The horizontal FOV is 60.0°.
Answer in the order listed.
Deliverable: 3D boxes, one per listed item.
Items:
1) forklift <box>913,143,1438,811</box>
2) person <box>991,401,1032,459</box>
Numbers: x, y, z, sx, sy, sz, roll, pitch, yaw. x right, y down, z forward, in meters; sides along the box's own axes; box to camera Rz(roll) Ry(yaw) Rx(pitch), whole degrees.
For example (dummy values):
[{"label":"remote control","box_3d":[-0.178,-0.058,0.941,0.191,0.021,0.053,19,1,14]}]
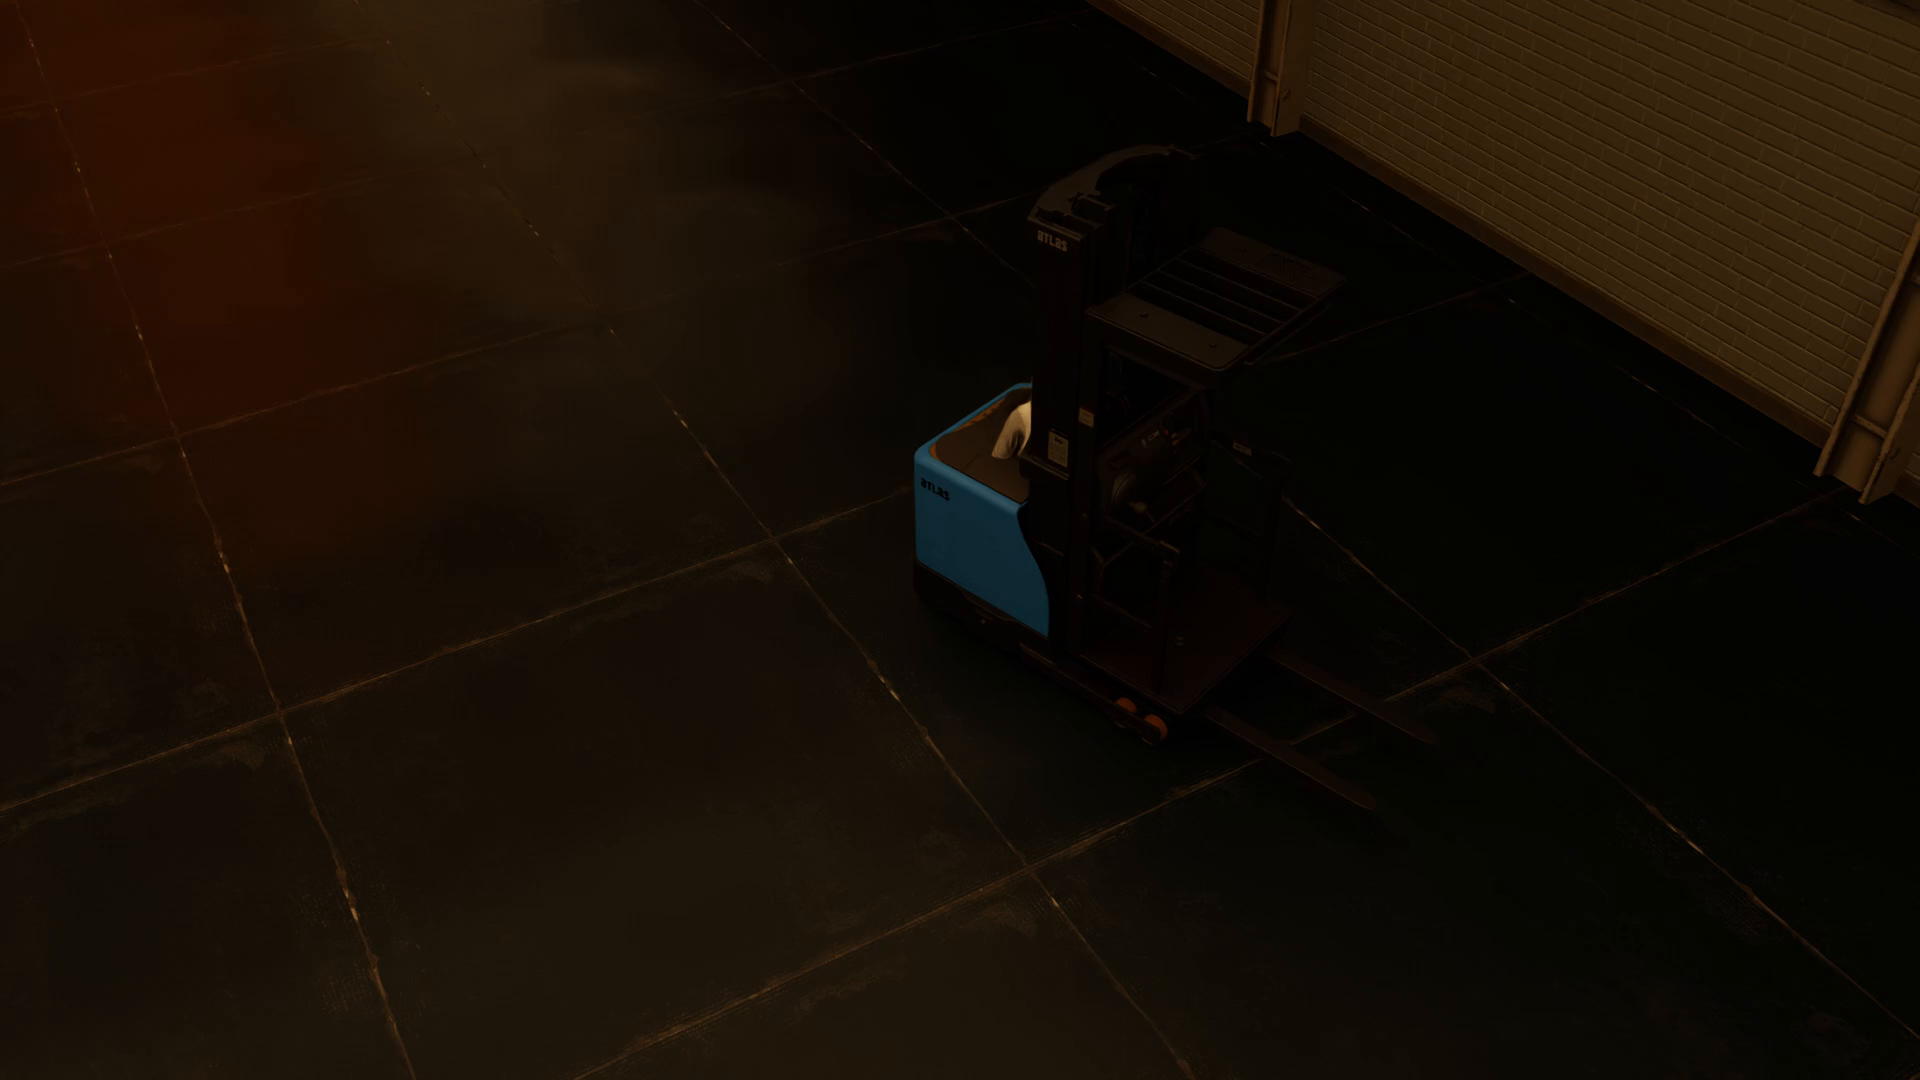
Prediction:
[{"label":"forklift","box_3d":[1.162,-0.401,8.520,3.031,2.935,1.130,30,48,31]},{"label":"person","box_3d":[0.528,-0.199,9.247,0.796,1.703,0.617,-2,40,-2]}]
